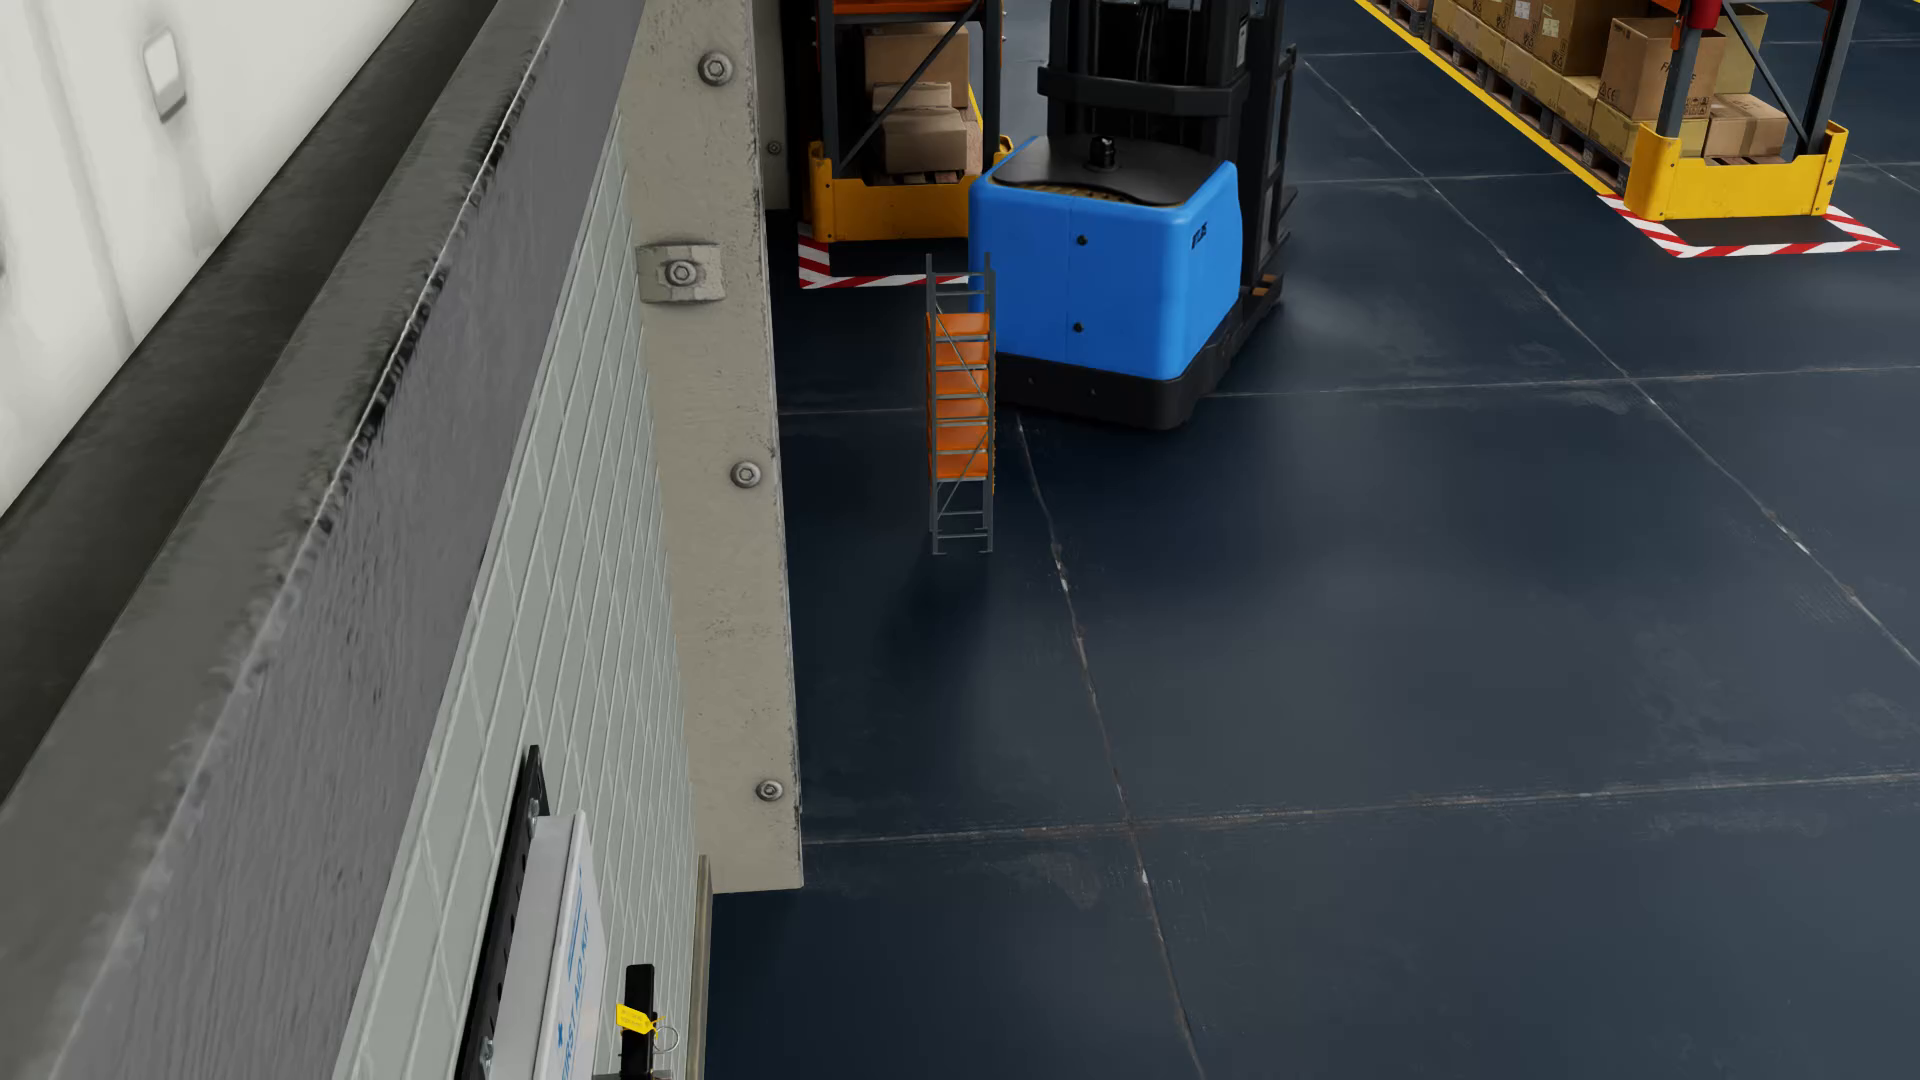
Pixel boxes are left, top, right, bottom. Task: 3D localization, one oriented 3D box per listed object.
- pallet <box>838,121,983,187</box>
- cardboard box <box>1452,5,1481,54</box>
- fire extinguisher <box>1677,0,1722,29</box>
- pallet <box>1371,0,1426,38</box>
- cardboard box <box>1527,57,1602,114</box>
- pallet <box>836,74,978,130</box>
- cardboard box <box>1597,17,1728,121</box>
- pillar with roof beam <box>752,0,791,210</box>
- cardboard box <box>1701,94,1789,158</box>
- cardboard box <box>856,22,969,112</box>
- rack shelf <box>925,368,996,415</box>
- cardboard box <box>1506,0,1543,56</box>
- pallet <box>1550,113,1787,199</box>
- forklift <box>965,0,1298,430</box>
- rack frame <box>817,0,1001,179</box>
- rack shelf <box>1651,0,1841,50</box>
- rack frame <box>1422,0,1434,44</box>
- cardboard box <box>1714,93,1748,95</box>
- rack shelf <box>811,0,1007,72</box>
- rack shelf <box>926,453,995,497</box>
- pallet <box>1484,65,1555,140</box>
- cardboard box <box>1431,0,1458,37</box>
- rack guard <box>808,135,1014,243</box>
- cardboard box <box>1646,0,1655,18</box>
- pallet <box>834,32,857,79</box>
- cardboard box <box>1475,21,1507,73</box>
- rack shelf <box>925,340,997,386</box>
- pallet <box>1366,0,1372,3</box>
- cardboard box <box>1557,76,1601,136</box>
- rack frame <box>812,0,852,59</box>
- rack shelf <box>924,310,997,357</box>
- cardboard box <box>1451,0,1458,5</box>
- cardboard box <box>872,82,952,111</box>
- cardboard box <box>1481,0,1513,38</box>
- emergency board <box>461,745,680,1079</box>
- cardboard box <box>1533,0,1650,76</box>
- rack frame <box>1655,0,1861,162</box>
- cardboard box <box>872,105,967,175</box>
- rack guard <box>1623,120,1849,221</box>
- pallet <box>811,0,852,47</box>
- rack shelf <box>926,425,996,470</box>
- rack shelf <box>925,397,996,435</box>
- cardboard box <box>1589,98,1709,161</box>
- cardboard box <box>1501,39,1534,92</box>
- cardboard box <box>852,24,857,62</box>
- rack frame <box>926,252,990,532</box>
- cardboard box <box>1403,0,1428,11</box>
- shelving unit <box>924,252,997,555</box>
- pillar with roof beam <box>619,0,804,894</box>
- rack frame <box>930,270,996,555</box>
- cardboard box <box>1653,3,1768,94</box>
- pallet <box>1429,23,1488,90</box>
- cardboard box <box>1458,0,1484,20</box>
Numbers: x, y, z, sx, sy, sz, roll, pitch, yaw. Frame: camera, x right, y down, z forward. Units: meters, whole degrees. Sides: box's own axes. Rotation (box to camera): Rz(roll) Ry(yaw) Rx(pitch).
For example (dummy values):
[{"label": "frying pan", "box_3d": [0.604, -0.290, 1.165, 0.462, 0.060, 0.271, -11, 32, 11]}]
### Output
[{"label": "pallet", "box_3d": [-0.325, -2.342, 10.465, 1.003, 0.211, 1.213, -3, 31, -5]}, {"label": "cardboard box", "box_3d": [4.064, -3.859, 12.557, 0.500, 0.250, 0.500, -3, 31, -5]}, {"label": "fire extinguisher", "box_3d": [4.203, -3.207, 9.270, 0.296, 0.674, 0.183, -3, 31, -5]}, {"label": "pallet", "box_3d": [4.173, -4.543, 14.149, 1.003, 0.211, 1.213, -3, 31, -5]}, {"label": "cardboard box", "box_3d": [4.203, -3.093, 11.274, 0.500, 0.250, 0.500, -3, 31, -5]}, {"label": "pallet", "box_3d": [-0.436, -2.964, 11.506, 1.003, 0.211, 1.213, -3, 31, -5]}, {"label": "cardboard box", "box_3d": [4.308, -2.905, 10.228, 0.500, 0.500, 0.500, -3, 31, -5]}, {"label": "pillar with roof beam", "box_3d": [3.082, -6.182, 8.324, 9.100, 9.000, 0.400, -3, 31, -5]}, {"label": "cardboard box", "box_3d": [4.826, -2.608, 10.462, 0.500, 0.250, 0.500, -3, 31, -5]}, {"label": "cardboard box", "box_3d": [-0.324, -3.225, 11.233, 0.700, 0.500, 0.500, -5, 31, -8]}, {"label": "rack shelf", "box_3d": [0.001, -0.573, 6.391, 0.258, 0.103, 0.180, -3, 31, -5]}, {"label": "cardboard box", "box_3d": [4.155, -3.670, 11.509, 0.500, 0.500, 0.500, -3, 31, -5]}, {"label": "pallet", "box_3d": [4.541, -2.515, 10.754, 1.003, 0.211, 1.213, -3, 31, -5]}, {"label": "forklift", "box_3d": [1.071, -2.489, 8.059, 1.130, 2.935, 3.031, 12, 33, 20]}, {"label": "rack frame", "box_3d": [-0.277, -3.084, 8.988, 1.000, 3.000, 0.127, -3, 31, -5]}, {"label": "rack shelf", "box_3d": [4.468, -4.036, 11.283, 1.077, 0.370, 4.000, -3, 31, -5]}, {"label": "rack frame", "box_3d": [4.281, -5.365, 12.808, 1.000, 3.000, 0.127, -3, 31, -5]}, {"label": "cardboard box", "box_3d": [4.776, -2.863, 10.889, 0.500, 0.250, 0.500, -3, 31, -5]}, {"label": "rack shelf", "box_3d": [-0.464, -3.796, 10.882, 1.077, 0.370, 4.000, -3, 31, -5]}, {"label": "rack shelf", "box_3d": [0.001, -0.264, 6.576, 0.258, 0.103, 0.180, -3, 31, -5]}, {"label": "pallet", "box_3d": [4.431, -3.136, 11.794, 1.003, 0.211, 1.213, -3, 31, -5]}, {"label": "cardboard box", "box_3d": [4.022, -4.114, 12.984, 0.500, 0.250, 0.500, -3, 31, -5]}, {"label": "rack guard", "box_3d": [-0.284, -2.050, 9.694, 1.175, 0.500, 0.348, -3, 31, -5]}, {"label": "cardboard box", "box_3d": [4.718, -3.439, 11.123, 0.500, 0.500, 0.500, -3, 31, -5]}, {"label": "pallet", "box_3d": [-0.553, -3.588, 12.551, 1.003, 0.211, 1.213, -3, 31, -5]}, {"label": "cardboard box", "box_3d": [4.106, -3.603, 12.129, 0.500, 0.250, 0.500, -3, 31, -5]}, {"label": "rack shelf", "box_3d": [0.001, -0.676, 6.330, 0.258, 0.103, 0.180, -3, 31, -5]}, {"label": "pallet", "box_3d": [4.056, -5.167, 15.194, 1.003, 0.211, 1.213, -3, 31, -5]}, {"label": "cardboard box", "box_3d": [4.252, -2.837, 10.847, 0.500, 0.250, 0.500, -3, 31, -5]}, {"label": "rack frame", "box_3d": [-0.651, -5.126, 12.407, 1.000, 3.000, 0.127, -3, 31, -5]}, {"label": "rack shelf", "box_3d": [0.001, -0.779, 6.268, 0.258, 0.103, 0.180, -3, 31, -5]}, {"label": "cardboard box", "box_3d": [4.012, -4.435, 12.791, 0.500, 0.500, 0.500, -3, 31, -5]}, {"label": "cardboard box", "box_3d": [-0.305, -2.767, 10.651, 0.500, 0.311, 0.500, 0, 31, 0]}, {"label": "cardboard box", "box_3d": [4.106, -3.925, 11.936, 0.500, 0.500, 0.500, -3, 31, -5]}, {"label": "emergency board", "box_3d": [-0.450, 0.927, 2.273, 0.194, 1.169, 0.643, -3, 31, -5]}, {"label": "cardboard box", "box_3d": [4.200, -3.414, 11.082, 0.500, 0.500, 0.500, -3, 31, -5]}, {"label": "rack frame", "box_3d": [4.655, -3.323, 9.389, 1.000, 3.000, 0.127, -3, 31, -5]}, {"label": "cardboard box", "box_3d": [-0.252, -2.476, 10.163, 0.500, 0.311, 0.500, -6, 31, -10]}, {"label": "rack guard", "box_3d": [4.657, -2.238, 10.009, 1.175, 0.500, 0.348, -3, 31, -5]}, {"label": "pallet", "box_3d": [-0.725, -4.327, 13.788, 1.003, 0.211, 1.213, -3, 31, -5]}, {"label": "rack shelf", "box_3d": [0.001, -0.367, 6.514, 0.258, 0.103, 0.180, -3, 31, -5]}, {"label": "rack shelf", "box_3d": [0.001, -0.470, 6.453, 0.258, 0.103, 0.180, -3, 31, -5]}, {"label": "cardboard box", "box_3d": [4.310, -2.583, 10.421, 0.500, 0.250, 0.500, -3, 31, -5]}, {"label": "cardboard box", "box_3d": [4.158, -3.348, 11.702, 0.500, 0.250, 0.500, -3, 31, -5]}, {"label": "cardboard box", "box_3d": [-0.514, -3.714, 12.051, 0.500, 0.500, 0.500, -5, 31, -8]}, {"label": "rack frame", "box_3d": [-0.007, -0.554, 6.508, 0.240, 1.200, 0.006, -3, 31, -5]}, {"label": "cardboard box", "box_3d": [3.953, -4.563, 13.736, 0.500, 0.250, 0.500, -3, 31, -5]}, {"label": "shelving unit", "box_3d": [0.001, -0.508, 6.430, 0.258, 1.200, 0.189, -3, 31, -5]}, {"label": "pillar with roof beam", "box_3d": [3.643, -3.118, 3.195, 9.100, 9.000, 0.400, -3, 31, -5]}, {"label": "rack frame", "box_3d": [0.010, -0.461, 6.352, 0.240, 1.200, 0.006, -3, 31, -5]}, {"label": "cardboard box", "box_3d": [4.777, -3.185, 10.697, 0.500, 0.500, 0.500, -3, 31, -5]}, {"label": "pallet", "box_3d": [4.313, -3.760, 12.840, 1.003, 0.211, 1.213, -3, 31, -5]}, {"label": "cardboard box", "box_3d": [4.067, -4.181, 12.364, 0.500, 0.500, 0.500, -3, 31, -5]}]
